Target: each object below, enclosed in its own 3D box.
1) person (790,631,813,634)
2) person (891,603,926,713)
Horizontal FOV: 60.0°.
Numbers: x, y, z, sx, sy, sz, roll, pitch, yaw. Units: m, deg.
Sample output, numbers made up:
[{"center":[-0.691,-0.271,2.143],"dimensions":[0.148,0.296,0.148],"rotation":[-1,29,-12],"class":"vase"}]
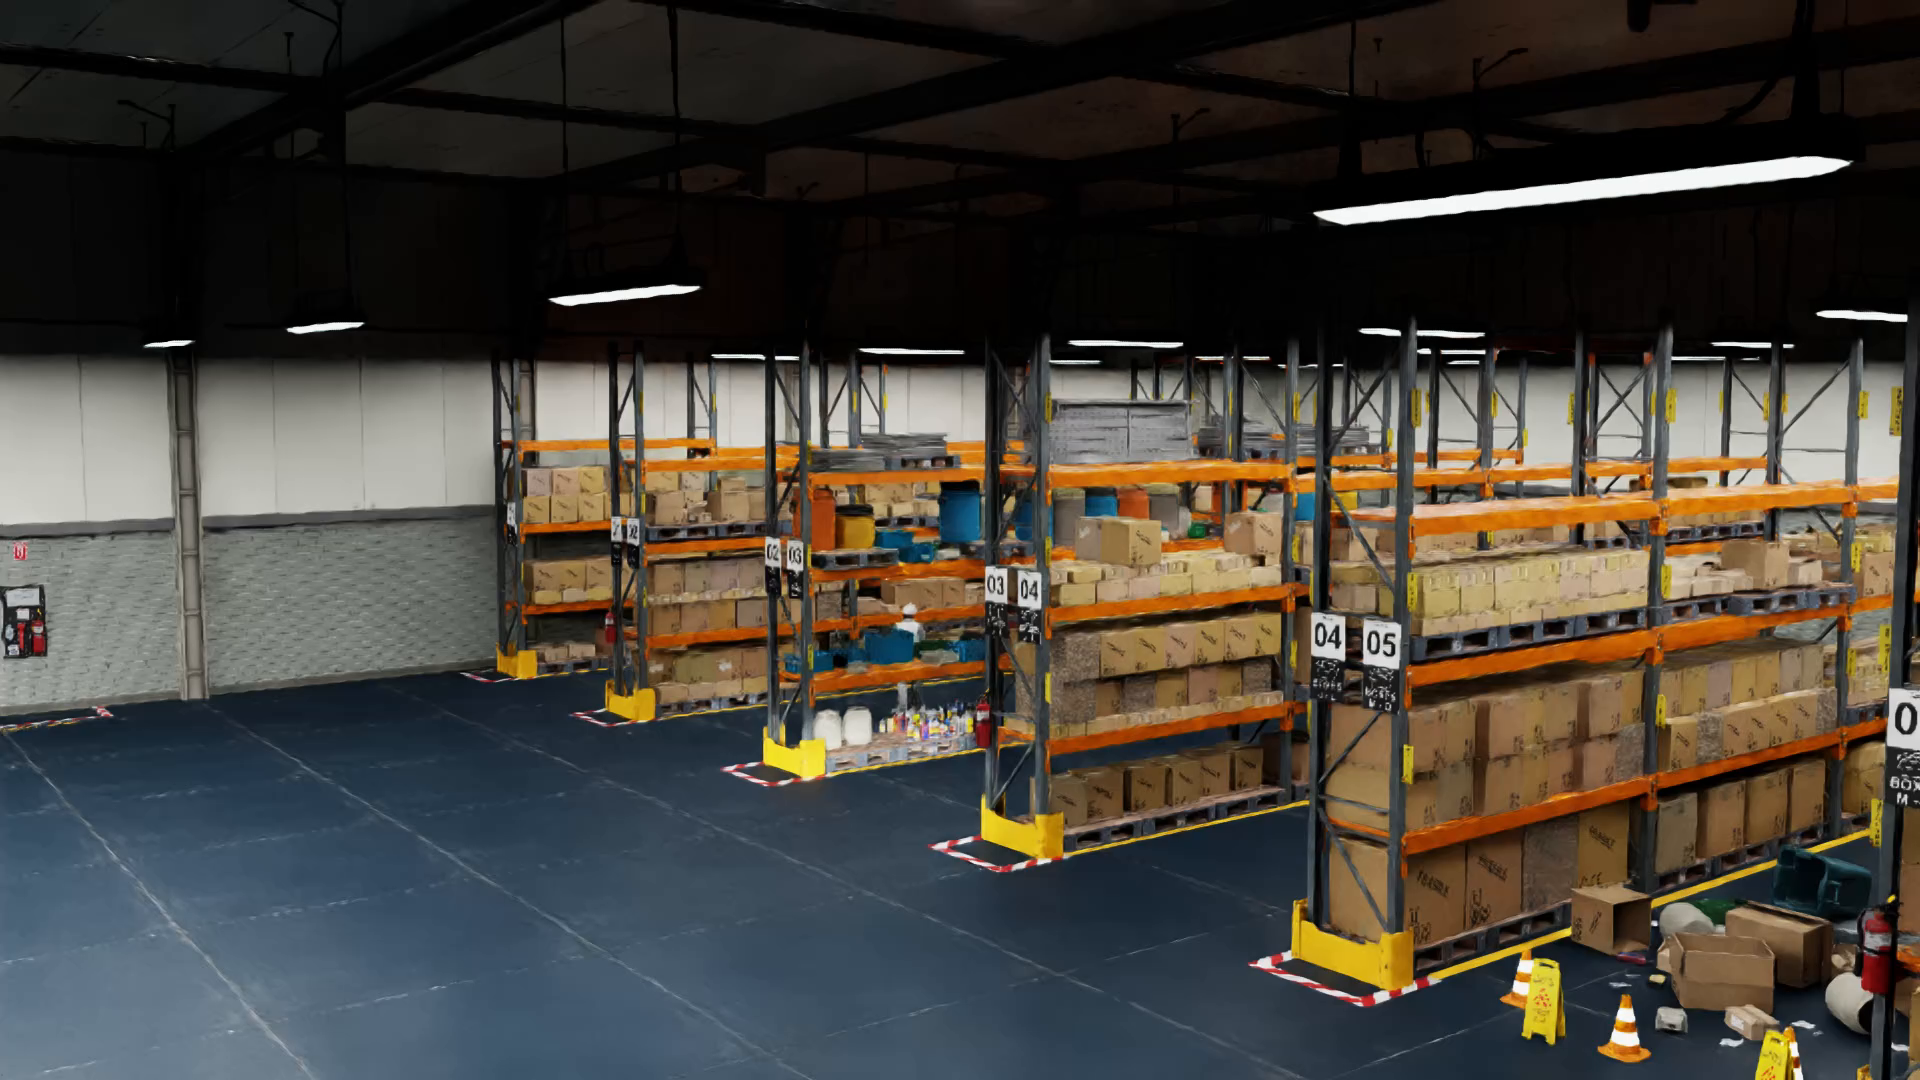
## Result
[{"center":[-2.967,1.595,30.779],"dimensions":[1.128,1.709,0.550],"rotation":[-4,6,-39],"class":"person"},{"center":[-0.815,1.899,26.963],"dimensions":[0.626,1.768,0.576],"rotation":[-1,5,-7],"class":"person"}]
